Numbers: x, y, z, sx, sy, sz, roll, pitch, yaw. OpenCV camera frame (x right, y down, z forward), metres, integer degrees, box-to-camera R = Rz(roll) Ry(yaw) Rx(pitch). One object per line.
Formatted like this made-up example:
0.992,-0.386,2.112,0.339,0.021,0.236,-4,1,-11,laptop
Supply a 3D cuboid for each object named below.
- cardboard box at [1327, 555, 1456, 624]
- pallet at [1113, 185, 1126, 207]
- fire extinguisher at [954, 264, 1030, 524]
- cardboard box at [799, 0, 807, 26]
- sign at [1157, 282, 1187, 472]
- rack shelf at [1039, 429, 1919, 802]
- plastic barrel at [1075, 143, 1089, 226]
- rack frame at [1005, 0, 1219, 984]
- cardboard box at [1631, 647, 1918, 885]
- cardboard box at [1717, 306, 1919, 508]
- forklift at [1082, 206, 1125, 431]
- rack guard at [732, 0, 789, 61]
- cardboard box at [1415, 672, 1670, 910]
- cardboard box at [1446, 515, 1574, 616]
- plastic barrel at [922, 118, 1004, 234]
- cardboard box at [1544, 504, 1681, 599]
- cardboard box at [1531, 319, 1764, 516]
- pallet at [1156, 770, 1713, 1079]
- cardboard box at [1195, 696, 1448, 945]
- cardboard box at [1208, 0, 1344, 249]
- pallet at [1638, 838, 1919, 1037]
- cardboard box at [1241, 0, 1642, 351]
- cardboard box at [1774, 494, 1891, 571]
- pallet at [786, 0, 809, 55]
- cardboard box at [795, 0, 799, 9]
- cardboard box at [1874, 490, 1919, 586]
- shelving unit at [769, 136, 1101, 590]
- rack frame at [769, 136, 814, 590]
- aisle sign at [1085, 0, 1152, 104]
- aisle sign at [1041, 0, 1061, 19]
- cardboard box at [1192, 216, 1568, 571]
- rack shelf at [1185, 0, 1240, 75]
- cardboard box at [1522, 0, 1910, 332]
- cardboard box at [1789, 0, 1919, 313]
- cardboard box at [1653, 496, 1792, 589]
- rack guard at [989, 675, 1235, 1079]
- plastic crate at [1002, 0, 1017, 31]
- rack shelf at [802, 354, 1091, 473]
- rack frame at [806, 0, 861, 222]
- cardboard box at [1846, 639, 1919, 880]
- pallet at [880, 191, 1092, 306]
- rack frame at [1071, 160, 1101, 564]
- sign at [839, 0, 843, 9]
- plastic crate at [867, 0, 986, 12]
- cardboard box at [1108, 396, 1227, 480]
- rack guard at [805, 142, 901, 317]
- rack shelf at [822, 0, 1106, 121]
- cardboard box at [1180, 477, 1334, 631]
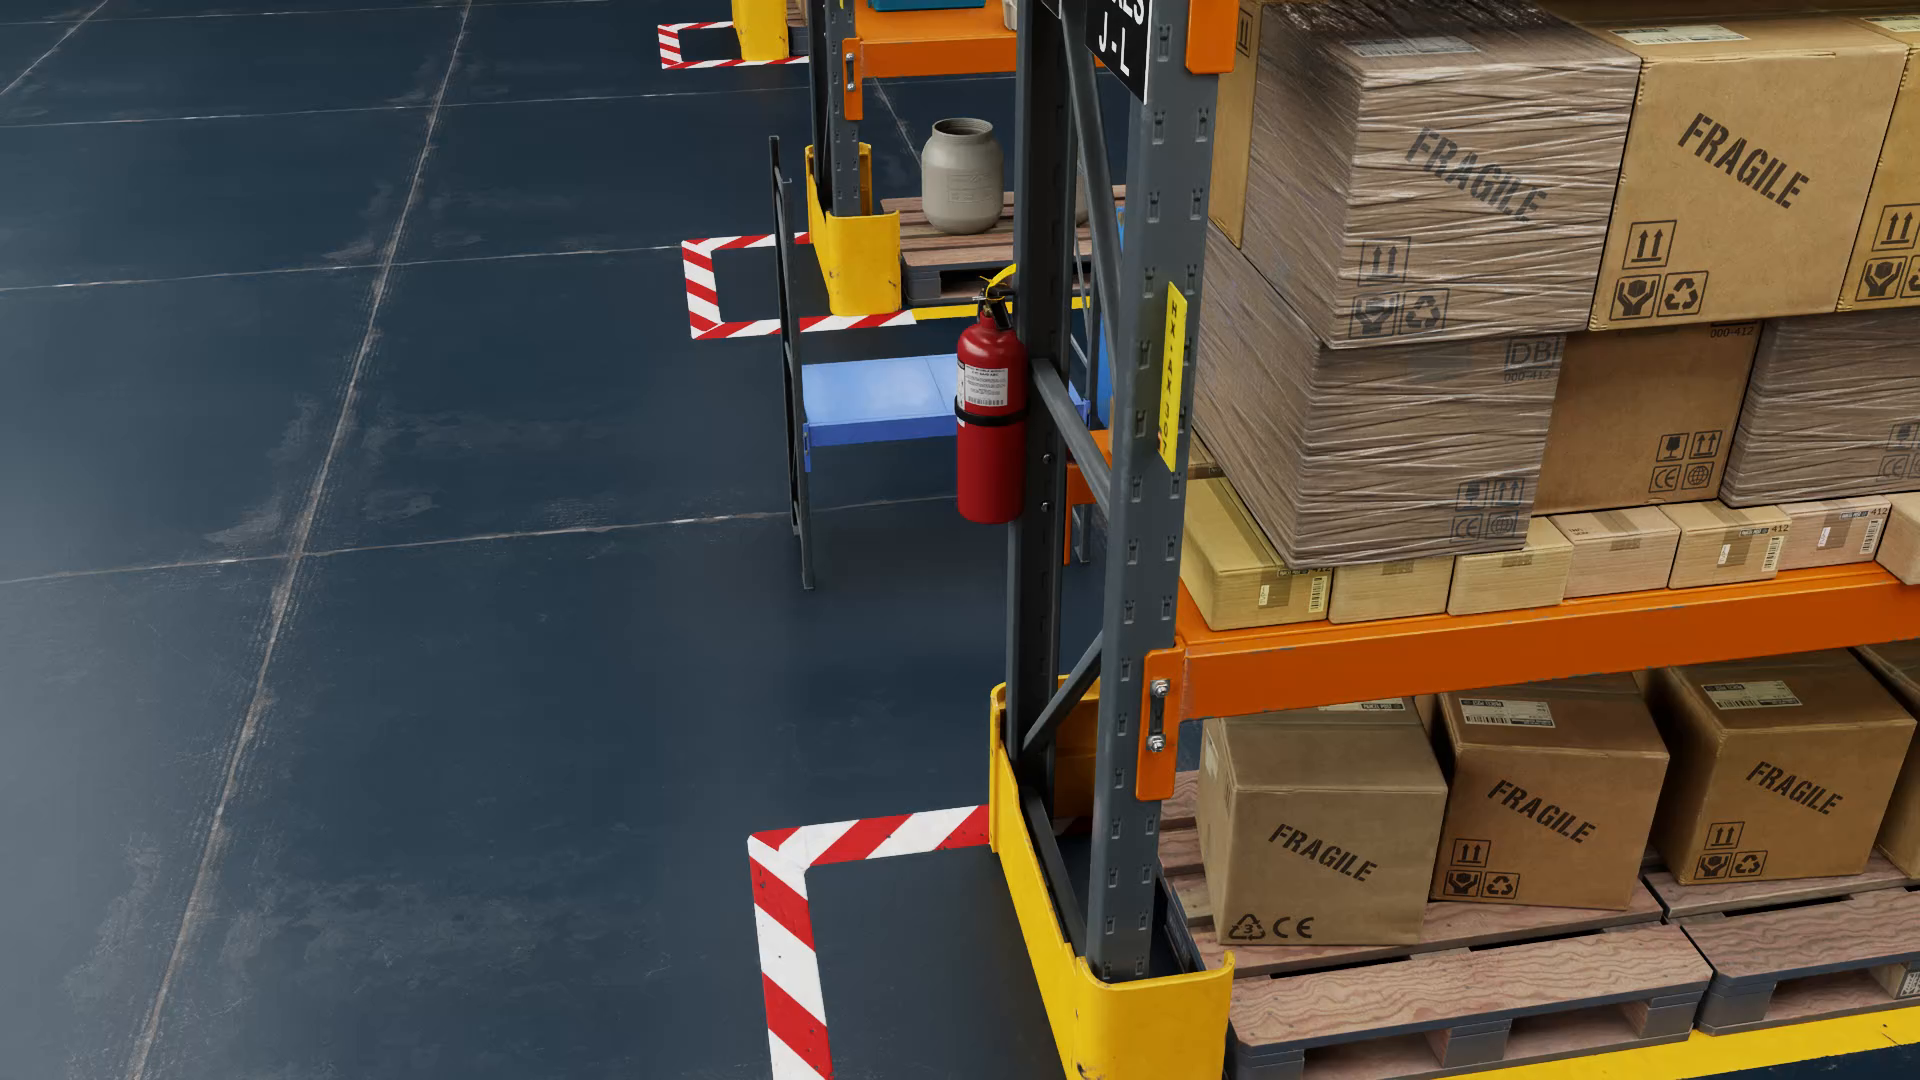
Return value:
0.846,0.006,3.528,0.250,0.149,0.380,-5,31,-9,cardboard box
1.445,-1.661,8.866,1.213,0.211,1.003,-5,31,-9,pallet
0.077,-0.368,3.993,0.183,0.674,0.296,-5,31,-9,fire extinguisher
-0.940,-4.055,12.486,0.500,0.250,0.500,-5,31,-9,cardboard box
0.371,-0.285,2.921,0.005,0.325,0.100,-5,31,-9,sign
2.240,-0.054,4.093,4.000,0.370,1.077,-5,31,-9,rack shelf
0.508,-1.904,8.569,0.421,0.512,0.421,0,30,0,plastic barrel
0.273,-0.182,3.600,0.127,3.000,1.000,-5,31,-9,rack frame
2.091,0.547,4.413,0.500,0.500,0.500,-3,31,-4,cardboard box
1.789,-0.519,3.782,0.500,0.500,0.875,-5,31,-9,cardboard box
2.057,-1.500,5.909,3.031,2.935,1.130,-6,31,-10,forklift
-1.531,-4.042,12.630,0.348,0.500,1.175,-5,31,-9,rack guard
1.472,0.594,4.332,0.500,0.500,0.500,2,31,4,cardboard box
1.094,-0.009,3.555,0.250,0.149,0.380,-5,31,-9,cardboard box
0.014,-1.858,8.491,0.421,0.512,0.421,0,30,0,plastic barrel
1.336,-0.043,3.611,0.250,0.149,0.380,-5,31,-9,cardboard box
1.289,-0.495,3.741,0.500,0.500,0.875,-5,31,-9,cardboard box
1.153,0.957,4.415,1.213,0.211,1.003,-5,31,-9,pallet
0.890,0.666,4.210,0.500,0.500,0.500,0,30,0,cardboard box
0.769,-0.958,3.541,0.500,0.500,0.500,-5,31,-9,cardboard box
2.351,0.847,4.601,1.213,0.211,1.003,-5,31,-9,pallet
0.863,-0.699,3.100,0.500,0.500,0.500,-5,31,-9,cardboard box
1.825,-0.098,3.706,0.250,0.149,0.380,-5,31,-9,cardboard box
-0.763,-4.010,12.861,1.213,0.211,1.003,-5,31,-9,pallet
-1.033,-4.313,12.925,0.500,0.250,0.500,-5,31,-9,cardboard box
2.089,-0.069,3.657,0.250,0.149,0.380,-5,31,-9,cardboard box
-0.084,-0.639,5.857,1.048,1.500,0.538,-5,31,-9,shelving unit
-0.584,-0.592,5.778,0.032,1.500,0.500,-5,31,-9,rack frame
0.266,-1.147,2.677,0.004,0.787,0.394,-5,31,-9,aisle sign
0.158,-1.447,3.186,0.004,0.787,0.394,-5,31,-9,aisle sign
0.819,-0.390,3.561,0.500,0.500,0.875,-5,31,-9,cardboard box
2.240,-1.347,3.333,4.000,0.370,1.077,-5,31,-9,rack shelf
1.356,-0.741,3.172,0.500,0.500,0.500,-5,31,-9,cardboard box
1.848,-0.787,3.251,0.500,0.500,0.500,-5,31,-9,cardboard box
1.584,-0.062,3.644,0.250,0.149,0.380,-5,31,-9,cardboard box
0.348,0.889,4.246,0.348,0.500,1.175,-5,31,-9,rack guard
0.319,-2.459,7.733,0.250,0.136,0.298,-5,31,-9,plastic crate
-0.084,-0.484,5.948,1.000,0.185,0.538,-5,31,-9,rack shelf
-0.619,-2.651,7.800,0.127,3.000,1.000,-5,31,-9,rack frame
2.648,0.518,4.462,0.500,0.500,0.500,-8,31,-13,cardboard box
0.247,-1.551,8.680,1.213,0.211,1.003,-5,31,-9,pallet
0.416,-0.685,5.936,0.032,1.500,0.500,-5,31,-9,rack frame
-0.524,-2.496,7.263,0.005,0.325,0.100,-5,31,-9,sign
-0.181,-2.782,8.169,0.616,0.251,0.499,-5,31,-9,plastic crate
0.516,-0.203,3.883,0.250,0.149,0.380,-5,31,-9,cardboard box
-0.553,-1.604,8.485,0.348,0.500,1.175,-5,31,-9,rack guard
1.348,-2.524,8.293,4.000,0.370,1.077,-5,31,-9,rack shelf
0.596,0.019,3.506,0.250,0.149,0.380,-5,31,-9,cardboard box
